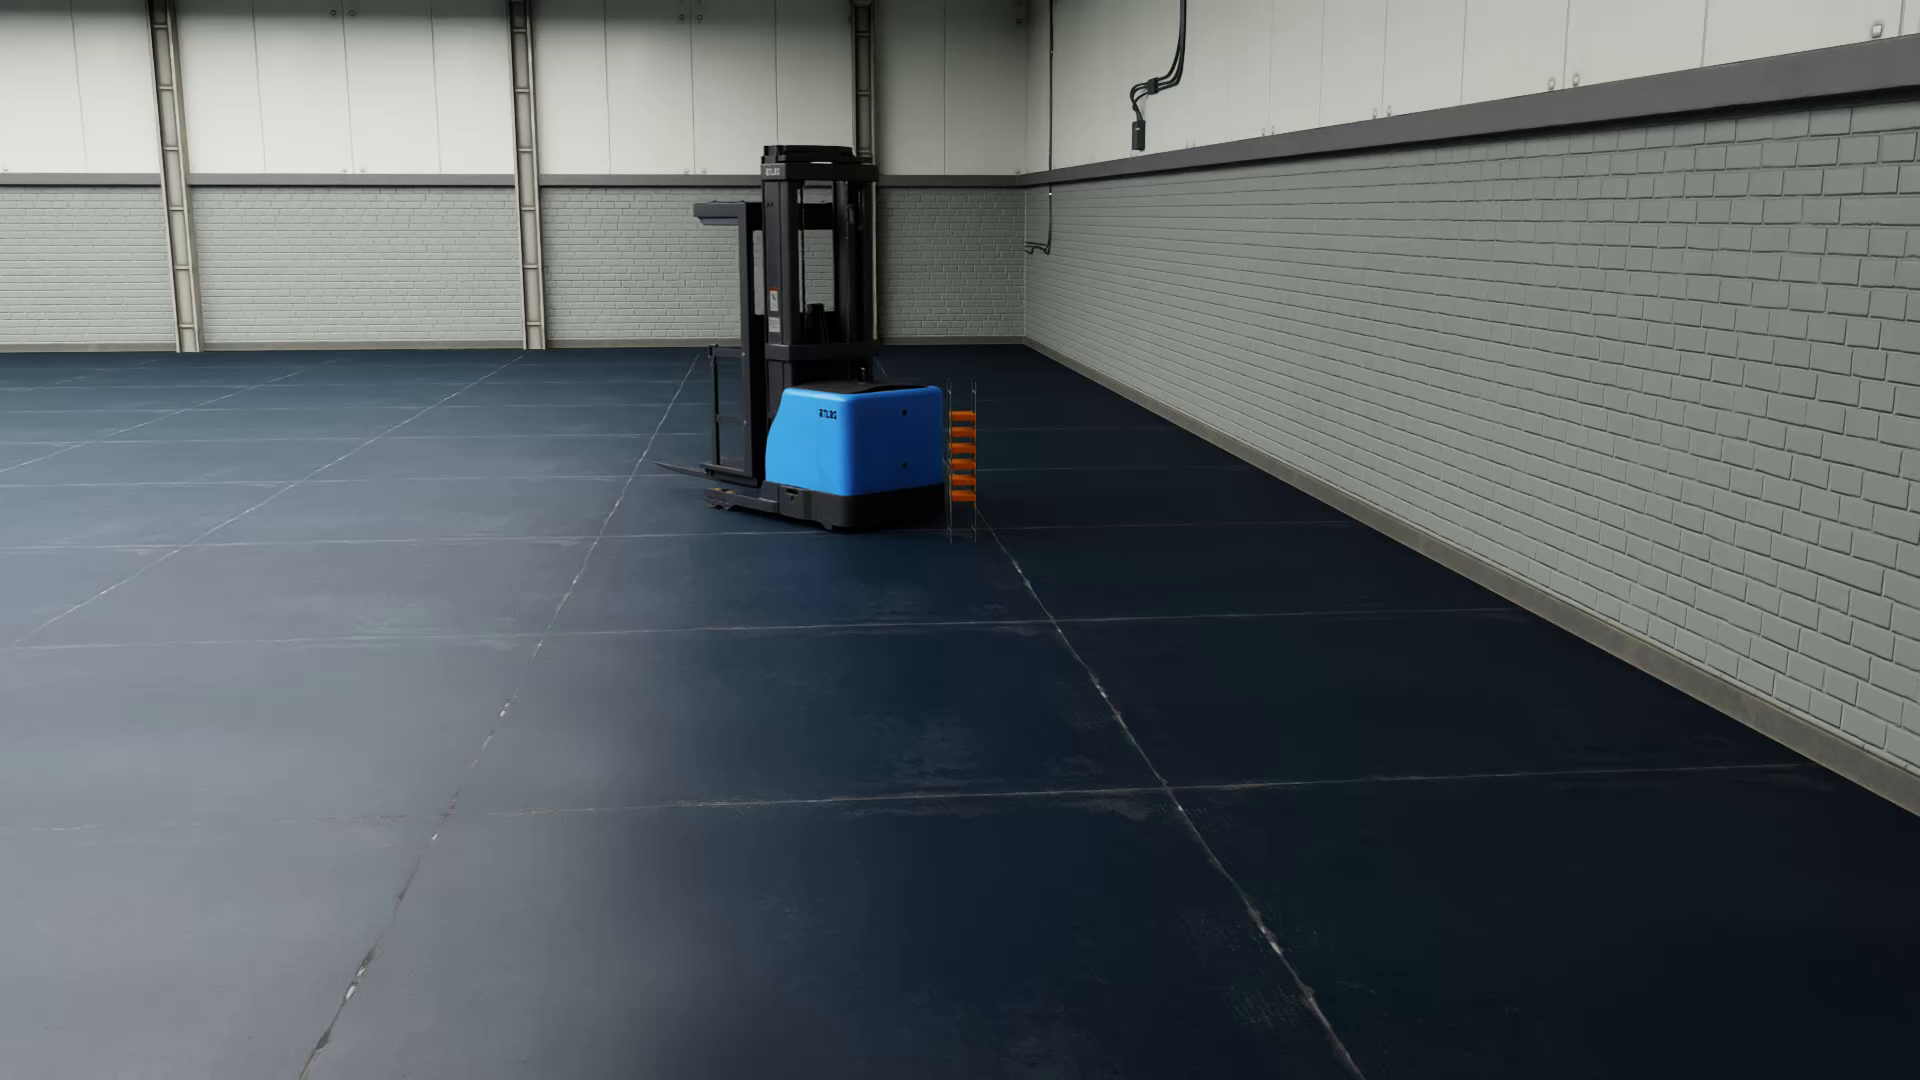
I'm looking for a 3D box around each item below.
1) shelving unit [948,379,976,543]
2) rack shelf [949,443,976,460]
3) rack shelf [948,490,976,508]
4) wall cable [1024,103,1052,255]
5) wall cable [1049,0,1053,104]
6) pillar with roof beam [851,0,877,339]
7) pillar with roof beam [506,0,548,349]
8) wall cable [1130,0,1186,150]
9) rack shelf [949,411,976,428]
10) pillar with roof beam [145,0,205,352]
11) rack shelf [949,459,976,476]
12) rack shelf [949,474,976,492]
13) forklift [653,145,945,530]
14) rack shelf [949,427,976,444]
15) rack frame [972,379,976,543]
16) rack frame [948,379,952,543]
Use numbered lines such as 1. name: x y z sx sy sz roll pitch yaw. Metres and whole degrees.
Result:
1. shelving unit: 0.014 -0.589 12.403 0.189 1.200 0.258 -1 11 -6
2. rack shelf: 0.014 -0.663 12.388 0.180 0.103 0.258 -1 11 -6
3. rack shelf: 0.014 -0.310 12.458 0.180 0.103 0.258 -1 11 -6
4. wall cable: 1.328 -6.302 29.293 0.112 2.526 3.097 -1 11 -6
5. wall cable: 1.620 -8.261 26.167 0.112 2.526 3.097 -1 11 -6
6. pillar with roof beam: -1.278 -7.192 25.772 0.548 9.000 9.100 -1 11 -6
7. pillar with roof beam: -7.243 -7.067 25.136 0.548 9.000 9.100 -1 11 -6
8. wall cable: 2.338 -7.673 19.403 0.169 6.003 2.305 -1 11 -6
9. rack shelf: 0.014 -0.899 12.342 0.180 0.103 0.258 -1 11 -6
10. pillar with roof beam: -13.208 -6.942 24.500 0.400 9.000 9.100 -1 11 -6
11. rack shelf: 0.014 -0.545 12.412 0.180 0.103 0.258 -1 11 -6
12. rack shelf: 0.014 -0.428 12.435 0.180 0.103 0.258 -1 11 -6
13. forklift: -1.483 -1.740 13.769 1.130 2.935 3.031 -10 15 -41
14. rack shelf: 0.014 -0.781 12.365 0.180 0.103 0.258 -1 11 -6
15. rack frame: 0.105 -0.591 12.413 0.006 1.200 0.240 -1 11 -6
16. rack frame: -0.077 -0.587 12.393 0.006 1.200 0.240 -1 11 -6
